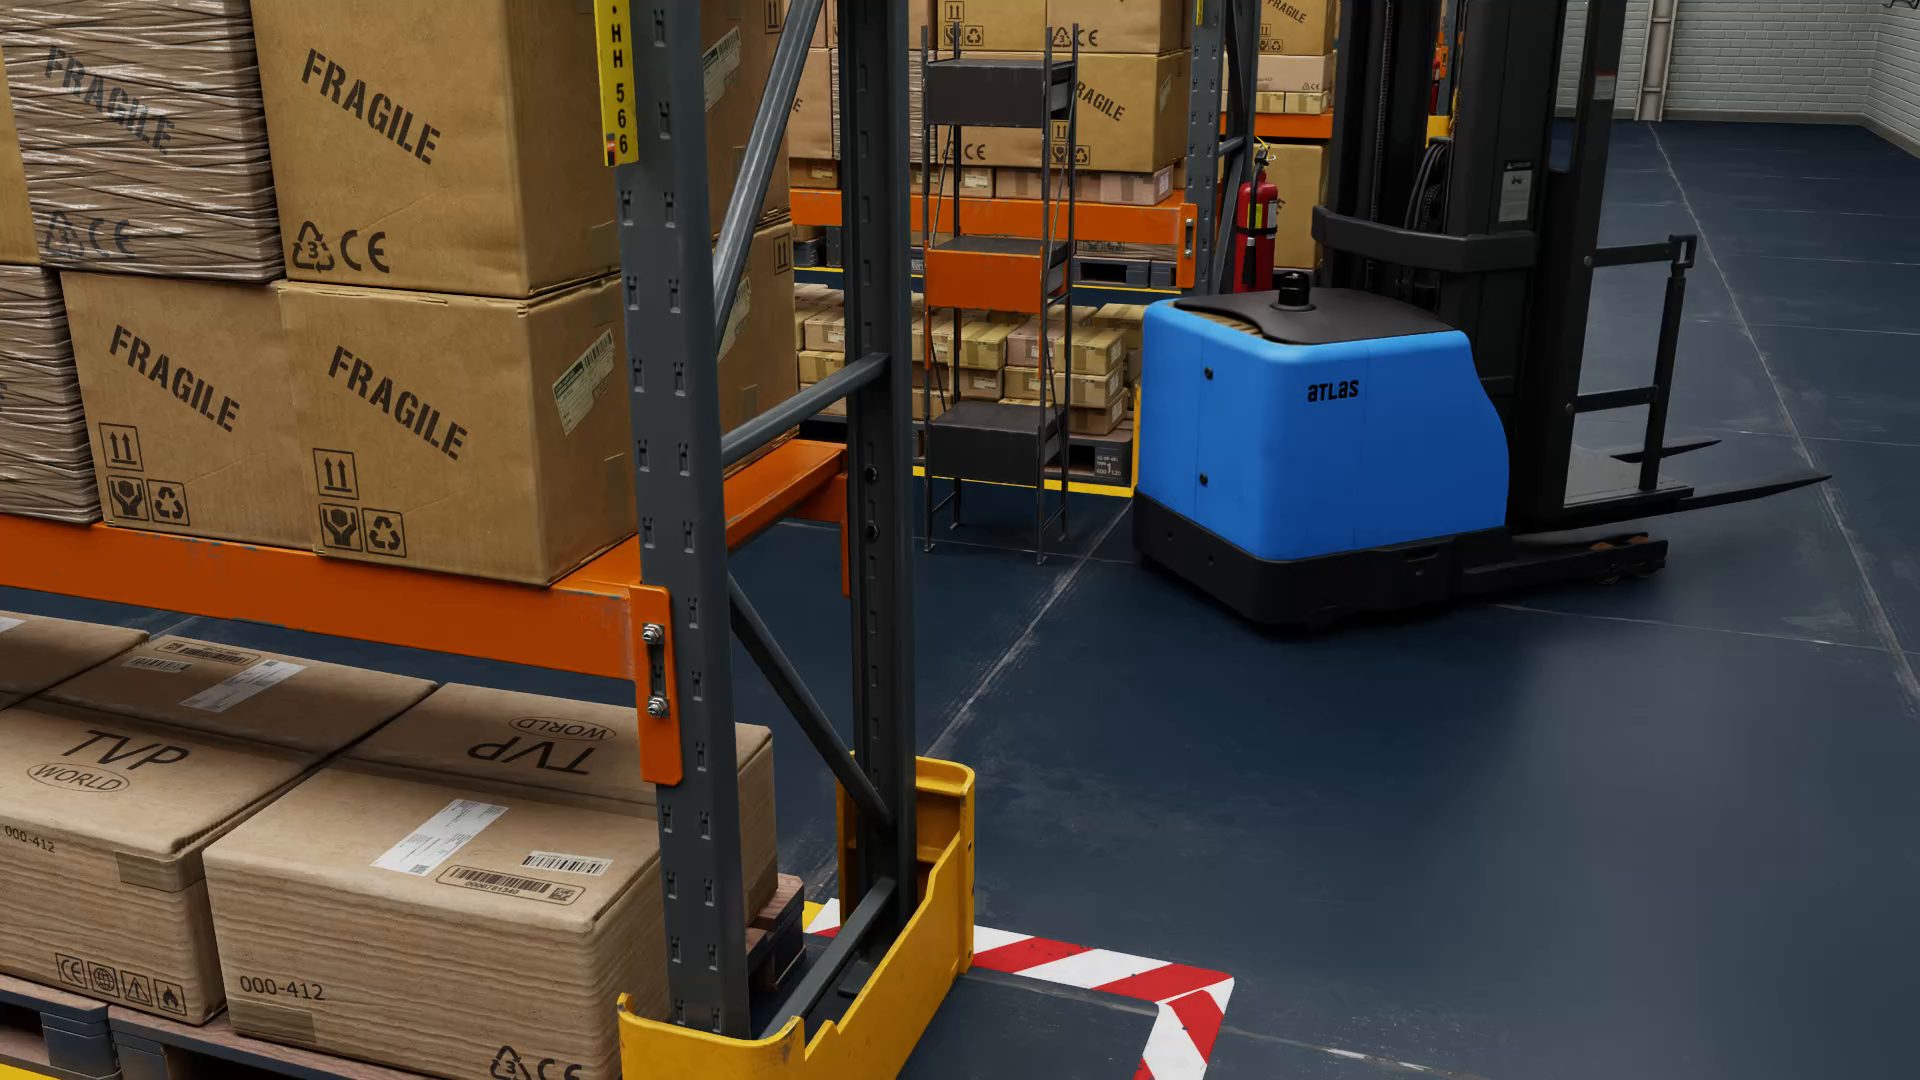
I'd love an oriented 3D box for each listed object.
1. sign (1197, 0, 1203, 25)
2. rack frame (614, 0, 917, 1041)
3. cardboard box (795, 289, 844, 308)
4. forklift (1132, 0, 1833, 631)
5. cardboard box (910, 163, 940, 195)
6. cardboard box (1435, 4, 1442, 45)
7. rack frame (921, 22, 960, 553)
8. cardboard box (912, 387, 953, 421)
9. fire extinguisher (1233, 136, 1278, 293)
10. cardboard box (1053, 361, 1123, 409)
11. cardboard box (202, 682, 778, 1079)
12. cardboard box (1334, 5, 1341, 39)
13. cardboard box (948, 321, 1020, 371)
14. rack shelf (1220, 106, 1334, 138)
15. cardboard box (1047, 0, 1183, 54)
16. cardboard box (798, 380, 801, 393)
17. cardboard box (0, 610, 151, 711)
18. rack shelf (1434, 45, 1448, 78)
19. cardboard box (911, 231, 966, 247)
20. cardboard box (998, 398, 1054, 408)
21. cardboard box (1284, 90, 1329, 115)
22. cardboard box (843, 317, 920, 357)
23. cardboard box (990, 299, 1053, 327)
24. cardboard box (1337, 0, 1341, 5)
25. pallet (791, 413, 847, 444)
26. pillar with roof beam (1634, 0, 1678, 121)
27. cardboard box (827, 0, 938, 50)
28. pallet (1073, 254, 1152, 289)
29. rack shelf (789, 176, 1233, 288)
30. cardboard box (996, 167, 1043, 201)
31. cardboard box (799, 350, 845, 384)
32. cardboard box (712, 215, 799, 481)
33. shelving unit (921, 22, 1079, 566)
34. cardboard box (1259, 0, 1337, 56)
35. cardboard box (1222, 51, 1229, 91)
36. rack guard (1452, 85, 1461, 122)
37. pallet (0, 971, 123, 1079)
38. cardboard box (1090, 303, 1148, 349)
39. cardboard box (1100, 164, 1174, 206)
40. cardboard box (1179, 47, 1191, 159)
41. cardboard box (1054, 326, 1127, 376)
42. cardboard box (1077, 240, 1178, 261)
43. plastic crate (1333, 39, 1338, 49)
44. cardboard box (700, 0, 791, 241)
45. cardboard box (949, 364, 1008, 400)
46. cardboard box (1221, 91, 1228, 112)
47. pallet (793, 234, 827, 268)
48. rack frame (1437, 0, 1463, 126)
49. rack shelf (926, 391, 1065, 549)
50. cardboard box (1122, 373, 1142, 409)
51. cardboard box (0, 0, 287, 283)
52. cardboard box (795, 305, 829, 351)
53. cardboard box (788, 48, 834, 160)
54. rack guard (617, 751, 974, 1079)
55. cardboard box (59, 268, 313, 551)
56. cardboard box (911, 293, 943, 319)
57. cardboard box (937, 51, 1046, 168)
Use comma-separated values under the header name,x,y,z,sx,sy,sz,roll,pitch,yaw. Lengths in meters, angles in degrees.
name,x,y,z,sx,sy,sz,roll,pitch,yaw
sign,1.004,-2.314,6.918,0.005,0.325,0.100,7,20,18
rack frame,-0.324,-0.238,3.203,0.127,3.000,1.000,7,20,18
cardboard box,-0.697,-1.217,8.800,0.250,0.149,0.380,7,20,18
forklift,2.268,-1.357,6.516,3.031,2.935,1.130,-8,21,-22
cardboard box,-0.148,-1.736,7.881,0.250,0.149,0.380,6,20,16
cardboard box,5.850,-6.577,21.234,0.500,0.500,0.500,7,20,19
rack frame,-0.074,-1.000,6.755,0.015,2.100,0.400,7,20,18
cardboard box,-0.096,-0.707,8.240,0.250,0.149,0.380,7,20,19
fire extinguisher,1.291,-1.405,7.234,0.183,0.674,0.296,7,20,18
cardboard box,0.613,-0.749,7.910,0.250,0.149,0.380,6,20,17
cardboard box,-0.980,0.733,3.671,0.875,0.438,0.875,6,20,16
cardboard box,4.709,-6.521,21.075,0.500,0.500,0.500,7,20,18
cardboard box,0.117,-0.933,7.986,0.250,0.149,0.380,6,20,17
rack shelf,1.039,-3.196,12.781,4.000,0.370,1.077,7,20,18
cardboard box,0.691,-2.420,7.340,0.500,0.500,0.500,6,20,17
cardboard box,-0.823,-0.801,8.511,0.250,0.149,0.380,7,20,20
cardboard box,-2.699,0.539,4.228,0.875,0.438,0.875,6,20,16
rack shelf,4.293,-6.276,21.616,4.000,0.370,1.077,7,20,18
cardboard box,-0.253,-2.851,13.287,0.875,0.875,0.875,7,20,18
cardboard box,0.363,-0.629,8.016,0.250,0.149,0.380,7,20,20
cardboard box,2.484,-3.137,11.901,0.250,0.149,0.380,7,20,19
cardboard box,-0.379,-0.993,8.156,0.250,0.149,0.380,7,21,20
cardboard box,0.326,-1.143,8.588,0.250,0.149,0.380,6,20,18
cardboard box,4.703,-6.990,20.902,0.500,0.500,0.500,7,20,20
pallet,-0.771,-0.711,8.795,1.213,0.211,1.003,7,20,18
pillar with roof beam,9.226,-9.412,20.405,0.400,9.000,9.100,7,20,18
cardboard box,-0.282,-2.528,7.650,0.500,0.500,0.500,8,21,21
pallet,0.998,-2.197,13.059,1.213,0.211,1.003,7,20,18
rack shelf,-0.684,-1.665,8.388,4.000,0.370,1.077,7,20,18
cardboard box,0.340,-1.678,7.715,0.250,0.149,0.380,6,20,18
cardboard box,-0.608,-0.890,8.314,0.250,0.149,0.380,8,21,21
cardboard box,-0.683,-0.427,3.592,0.500,0.500,0.500,6,20,18
shelving unit,0.156,-0.974,6.679,0.503,2.100,0.431,7,20,18
cardboard box,2.382,-3.714,11.812,0.500,0.500,0.500,7,20,19
cardboard box,1.904,-3.414,12.090,0.500,0.250,0.500,6,20,17
rack guard,7.827,-6.757,25.702,0.348,0.500,1.175,7,20,18
pallet,-2.254,0.884,4.220,1.213,0.211,1.003,7,20,18
cardboard box,0.821,-1.084,8.417,0.250,0.149,0.380,6,20,16
cardboard box,0.804,-1.617,7.540,0.250,0.149,0.380,7,20,18
cardboard box,0.871,-2.111,7.970,0.500,0.500,0.500,8,21,21
cardboard box,0.622,-0.900,7.890,0.250,0.149,0.380,7,20,19
cardboard box,1.438,-2.657,12.732,0.875,0.875,0.875,7,20,18
plastic crate,3.806,-5.009,17.053,0.300,0.233,0.416,7,20,18
cardboard box,-0.684,-0.898,3.425,0.500,0.500,0.500,6,20,17
cardboard box,0.121,-0.805,8.069,0.250,0.149,0.380,6,20,16
cardboard box,2.000,-3.192,12.059,0.250,0.149,0.380,7,20,18
pallet,-1.604,-2.495,13.913,1.213,0.211,1.003,7,20,18
rack frame,6.183,-6.399,20.878,0.127,3.000,1.000,7,20,18
rack shelf,0.156,-0.300,6.914,0.480,0.518,0.431,7,20,18
cardboard box,0.815,-0.797,8.498,0.250,0.149,0.380,7,20,19
cardboard box,-1.361,-0.783,3.095,0.500,0.500,0.500,7,20,18
cardboard box,-0.848,-1.075,8.393,0.250,0.149,0.380,7,20,18
cardboard box,-0.739,-2.111,7.971,0.500,0.500,0.500,8,21,21
rack guard,-0.301,0.944,3.607,0.348,0.500,1.175,7,20,18
cardboard box,-1.336,-0.314,3.269,0.500,0.500,0.500,6,20,17
cardboard box,-0.195,-1.177,8.685,0.250,0.149,0.380,7,21,20
cardboard box,0.211,-2.002,7.658,0.500,0.500,0.500,6,20,17
